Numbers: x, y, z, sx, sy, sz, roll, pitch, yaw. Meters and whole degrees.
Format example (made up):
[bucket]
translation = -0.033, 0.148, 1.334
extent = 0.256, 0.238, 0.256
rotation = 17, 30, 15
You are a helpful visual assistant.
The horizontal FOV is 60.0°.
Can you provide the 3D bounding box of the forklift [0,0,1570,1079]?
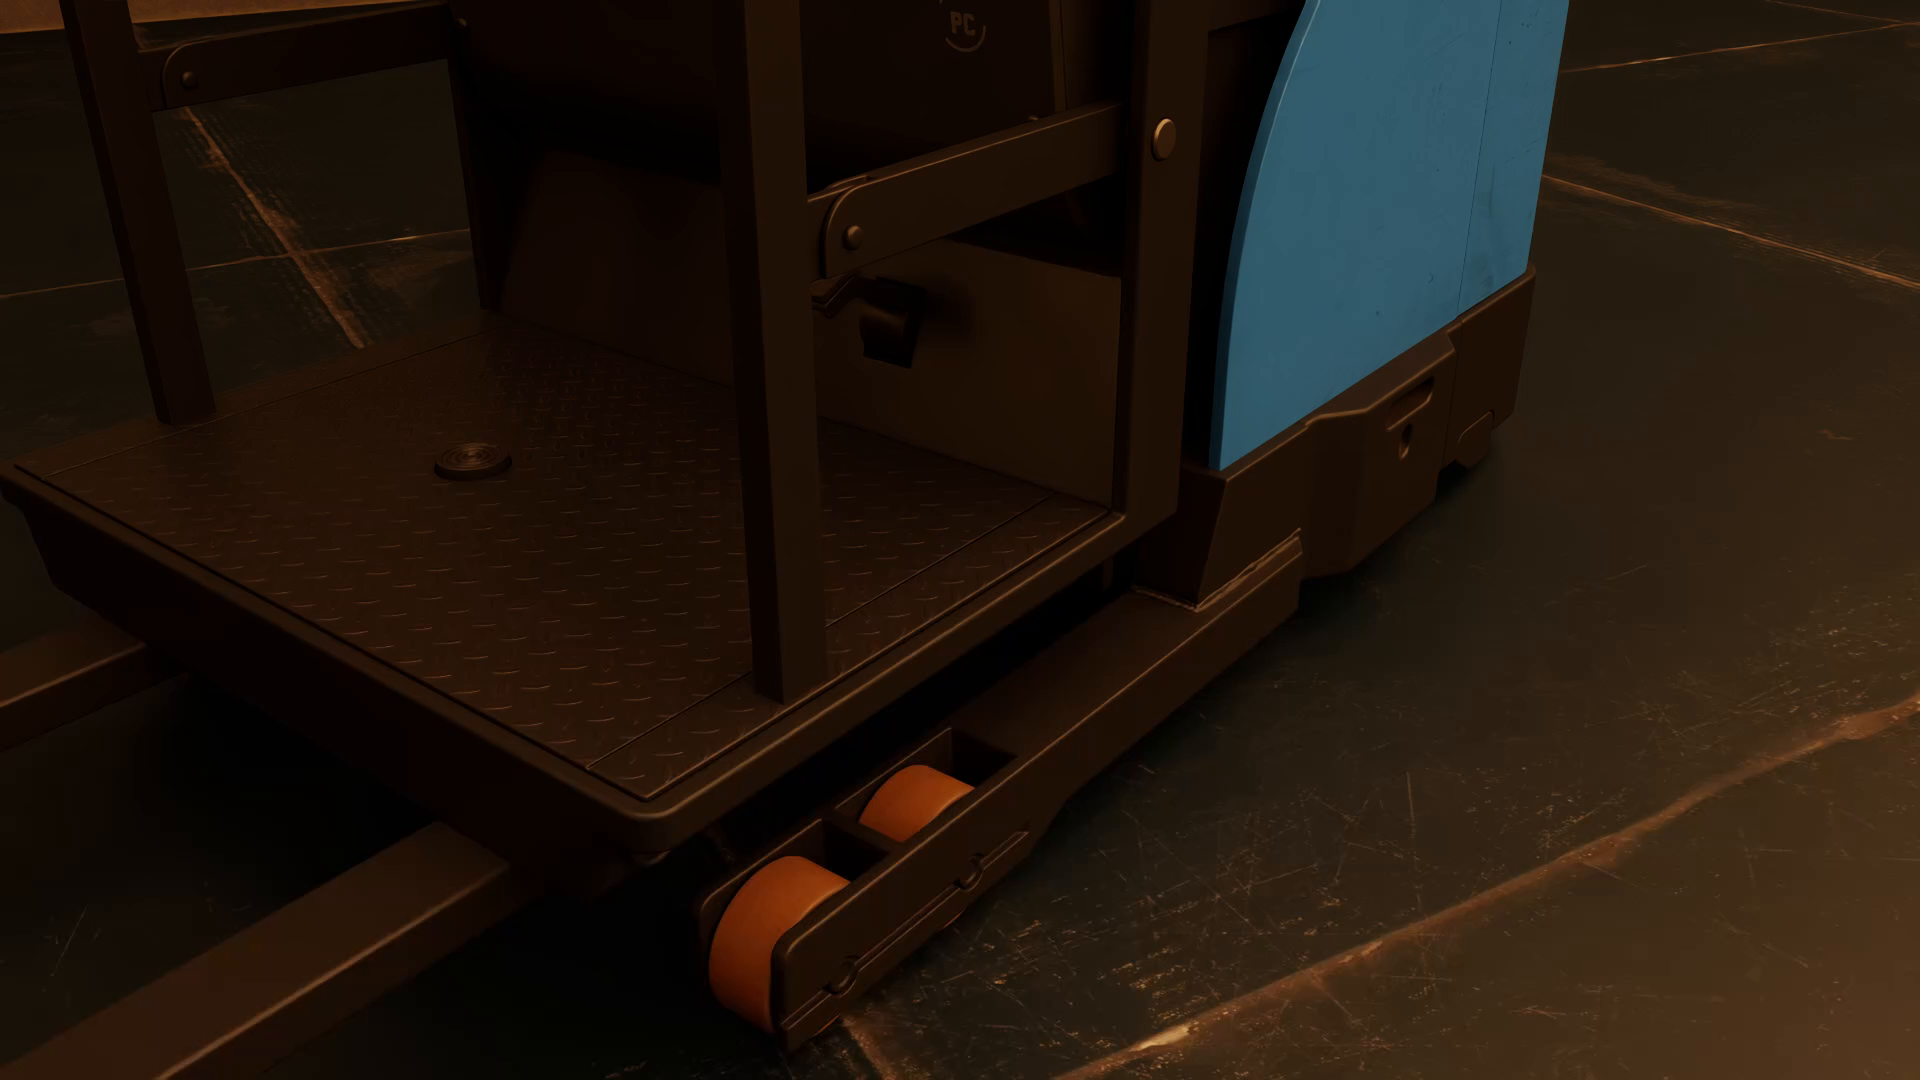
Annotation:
[forklift]
translation = -0.375, -1.090, 1.409
extent = 1.130, 2.935, 3.031
rotation = 19, 33, 33
